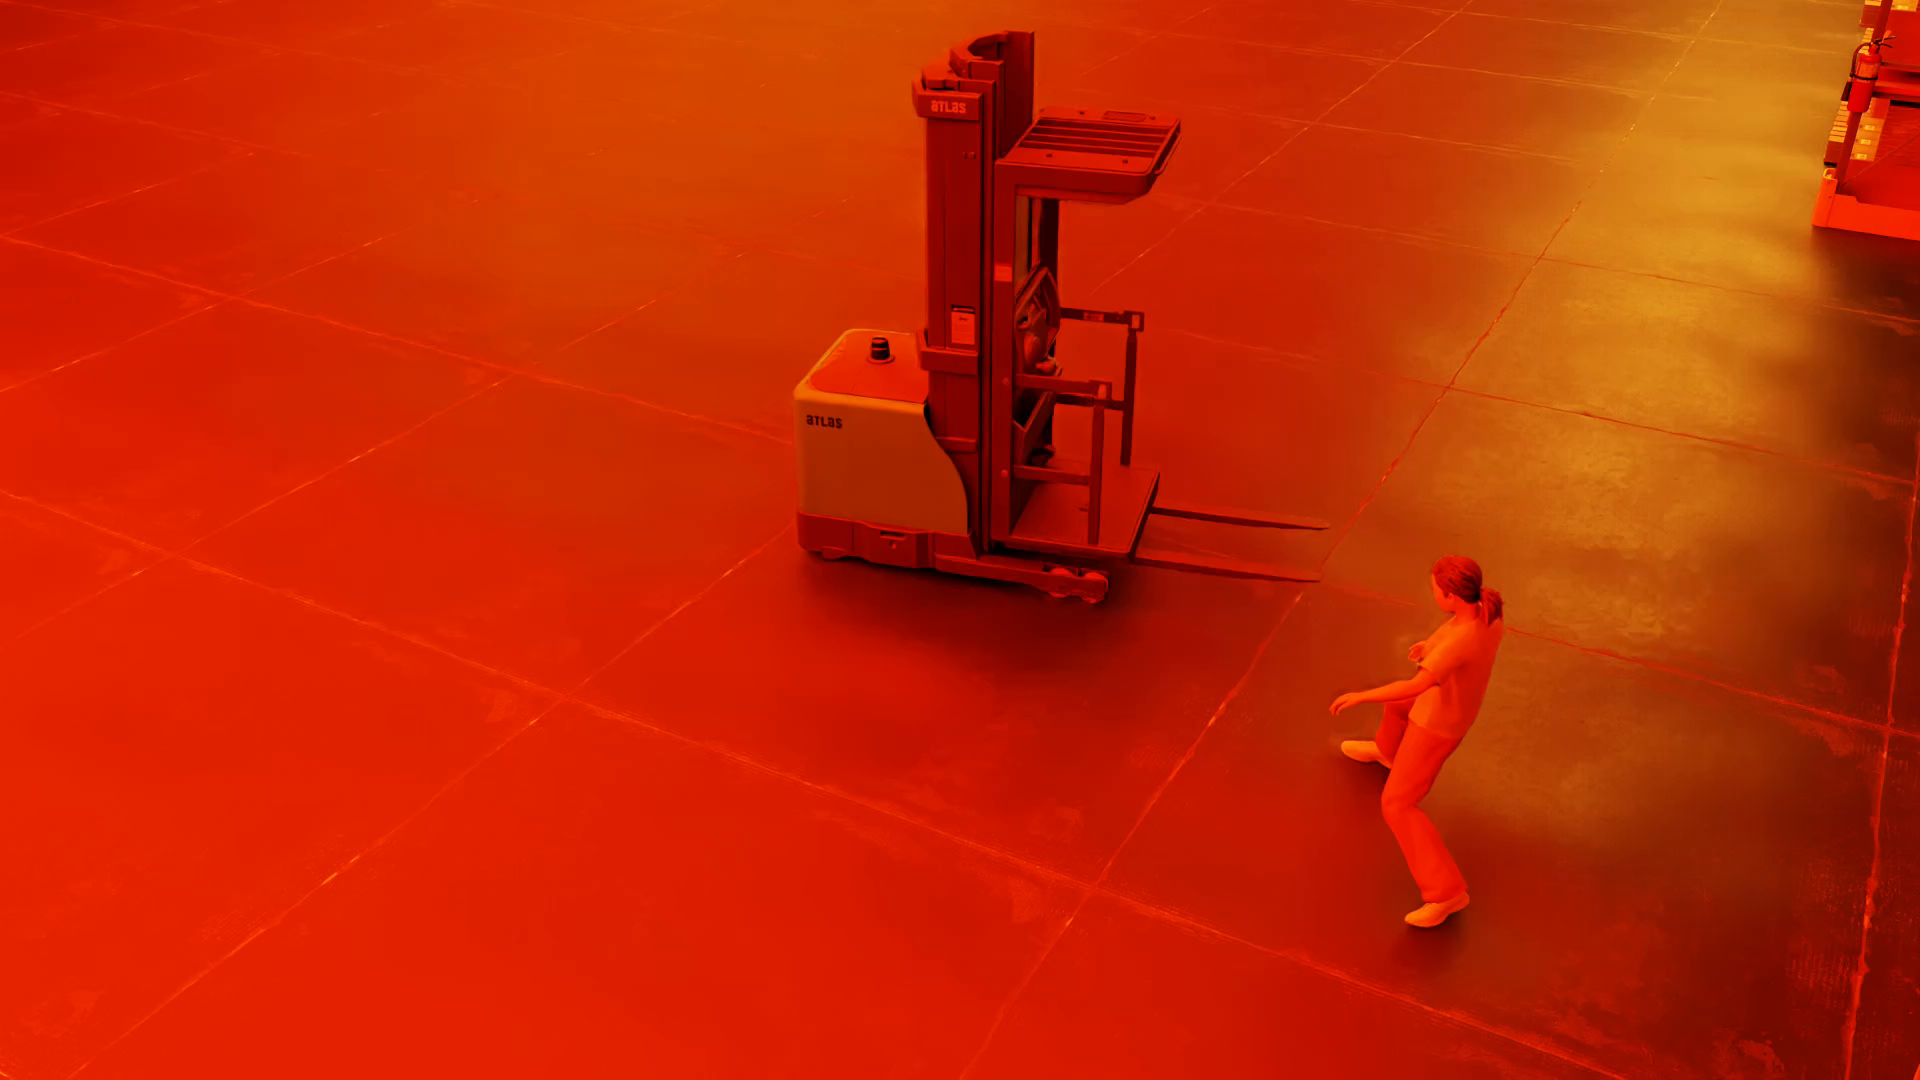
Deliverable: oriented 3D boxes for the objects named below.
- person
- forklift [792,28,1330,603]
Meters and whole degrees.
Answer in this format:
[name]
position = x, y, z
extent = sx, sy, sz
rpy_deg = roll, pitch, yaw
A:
[person]
position = 2.004, 0.718, 7.296
extent = 0.953, 1.518, 1.027
rpy_deg = 22, 36, 33
[forklift]
position = 0.614, -1.212, 9.171
extent = 3.031, 2.935, 1.130
rpy_deg = 8, 31, 13
